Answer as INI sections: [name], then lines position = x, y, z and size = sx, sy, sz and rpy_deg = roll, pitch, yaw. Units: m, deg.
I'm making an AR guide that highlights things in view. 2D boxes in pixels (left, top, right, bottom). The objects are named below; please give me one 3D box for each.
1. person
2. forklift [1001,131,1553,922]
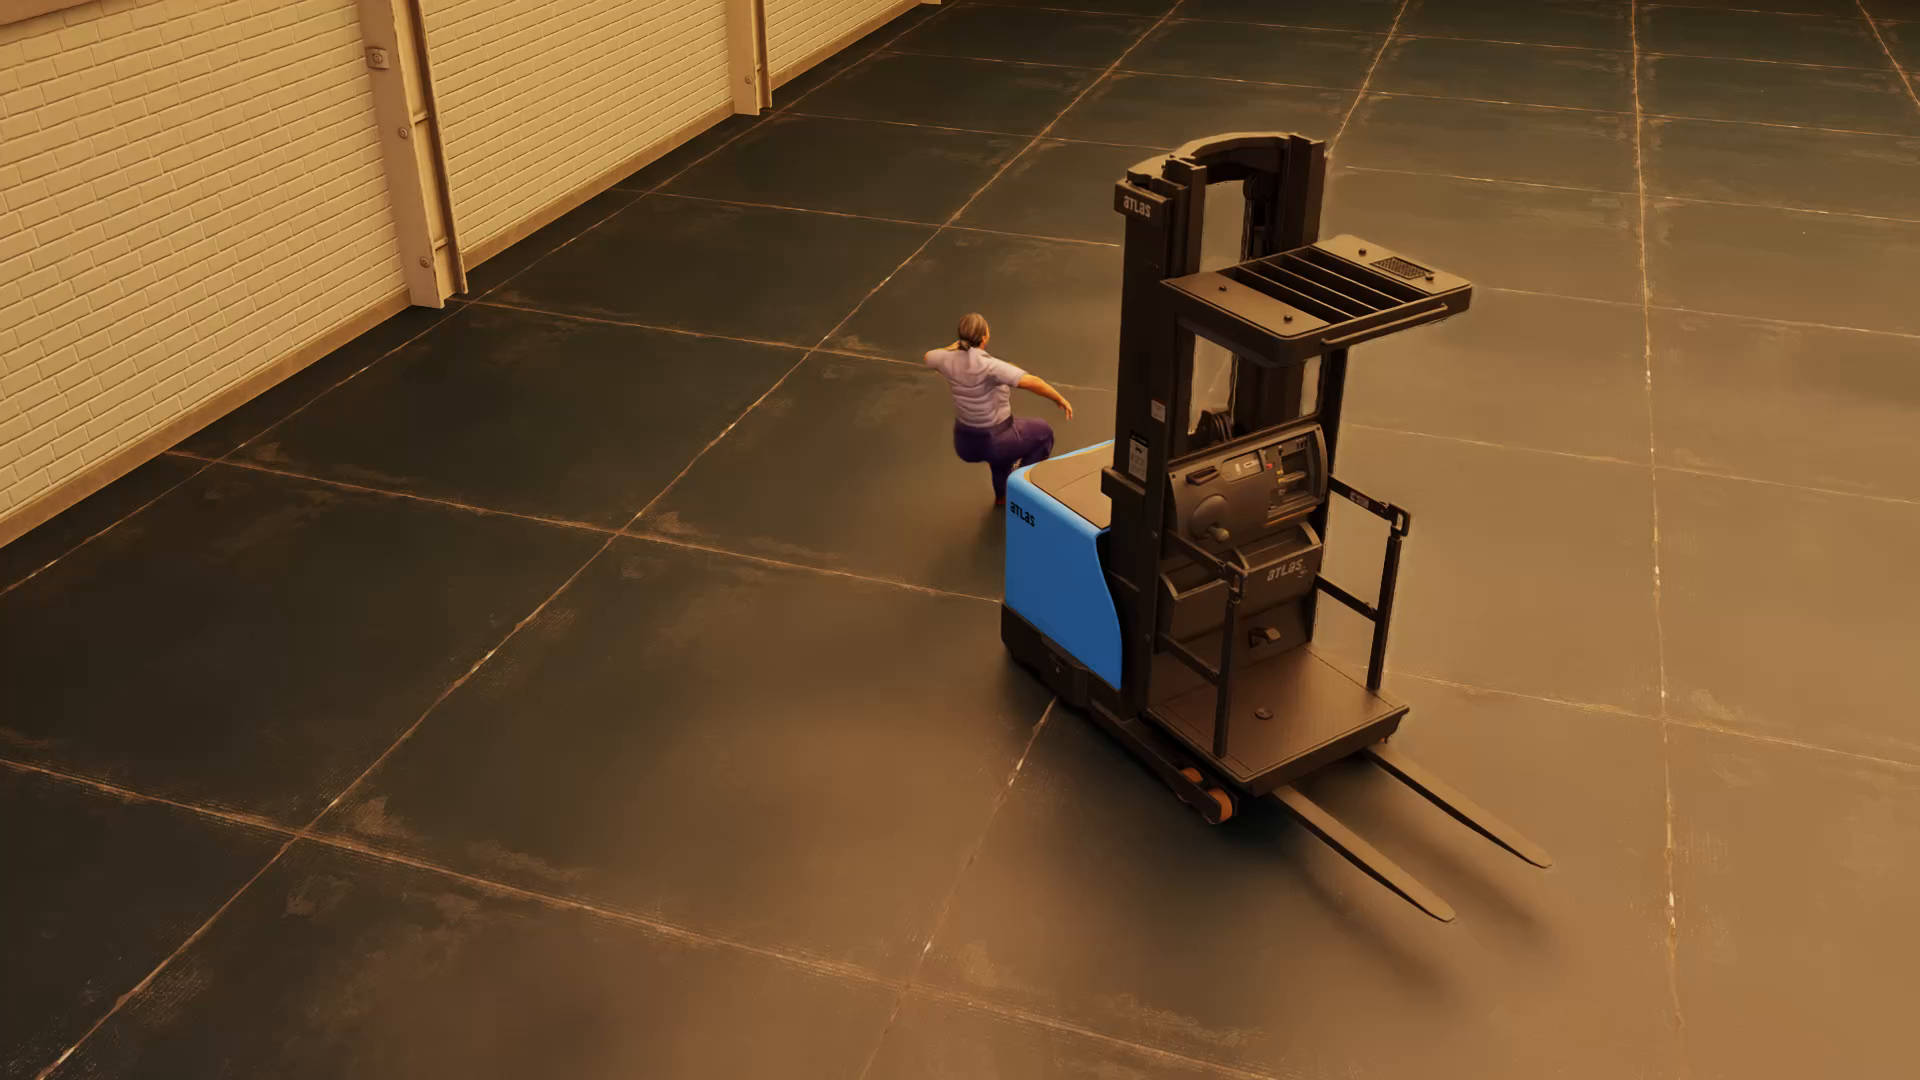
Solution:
[person]
position = 0.276, -0.761, 9.985
size = 0.995, 1.419, 0.802
rpy_deg = 16, 34, 26
[forklift]
position = 1.455, -0.216, 7.516
size = 1.130, 2.935, 3.031
rpy_deg = -18, 34, -29
